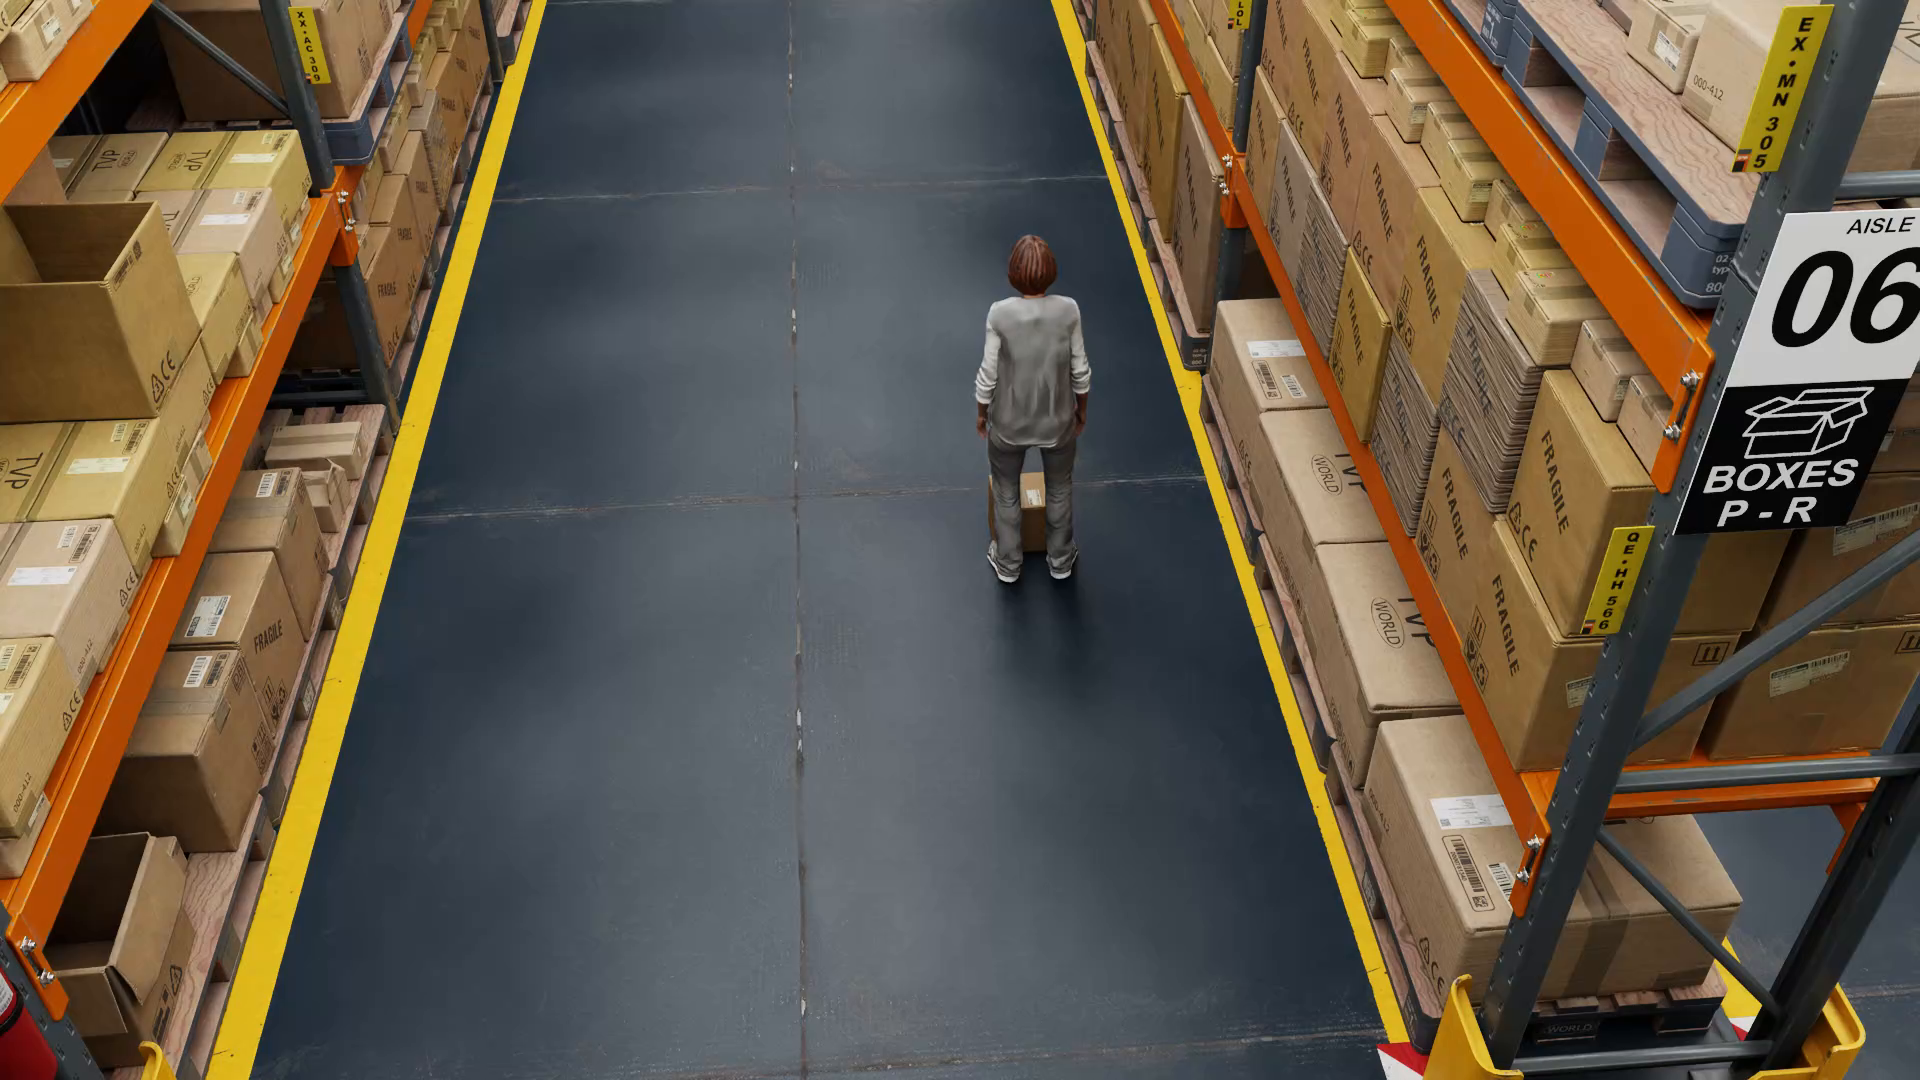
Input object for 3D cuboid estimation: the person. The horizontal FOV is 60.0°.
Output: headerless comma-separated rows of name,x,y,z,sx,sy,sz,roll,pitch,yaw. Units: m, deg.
person,0.292,-0.482,6.754,0.460,1.582,0.343,-2,40,-3
